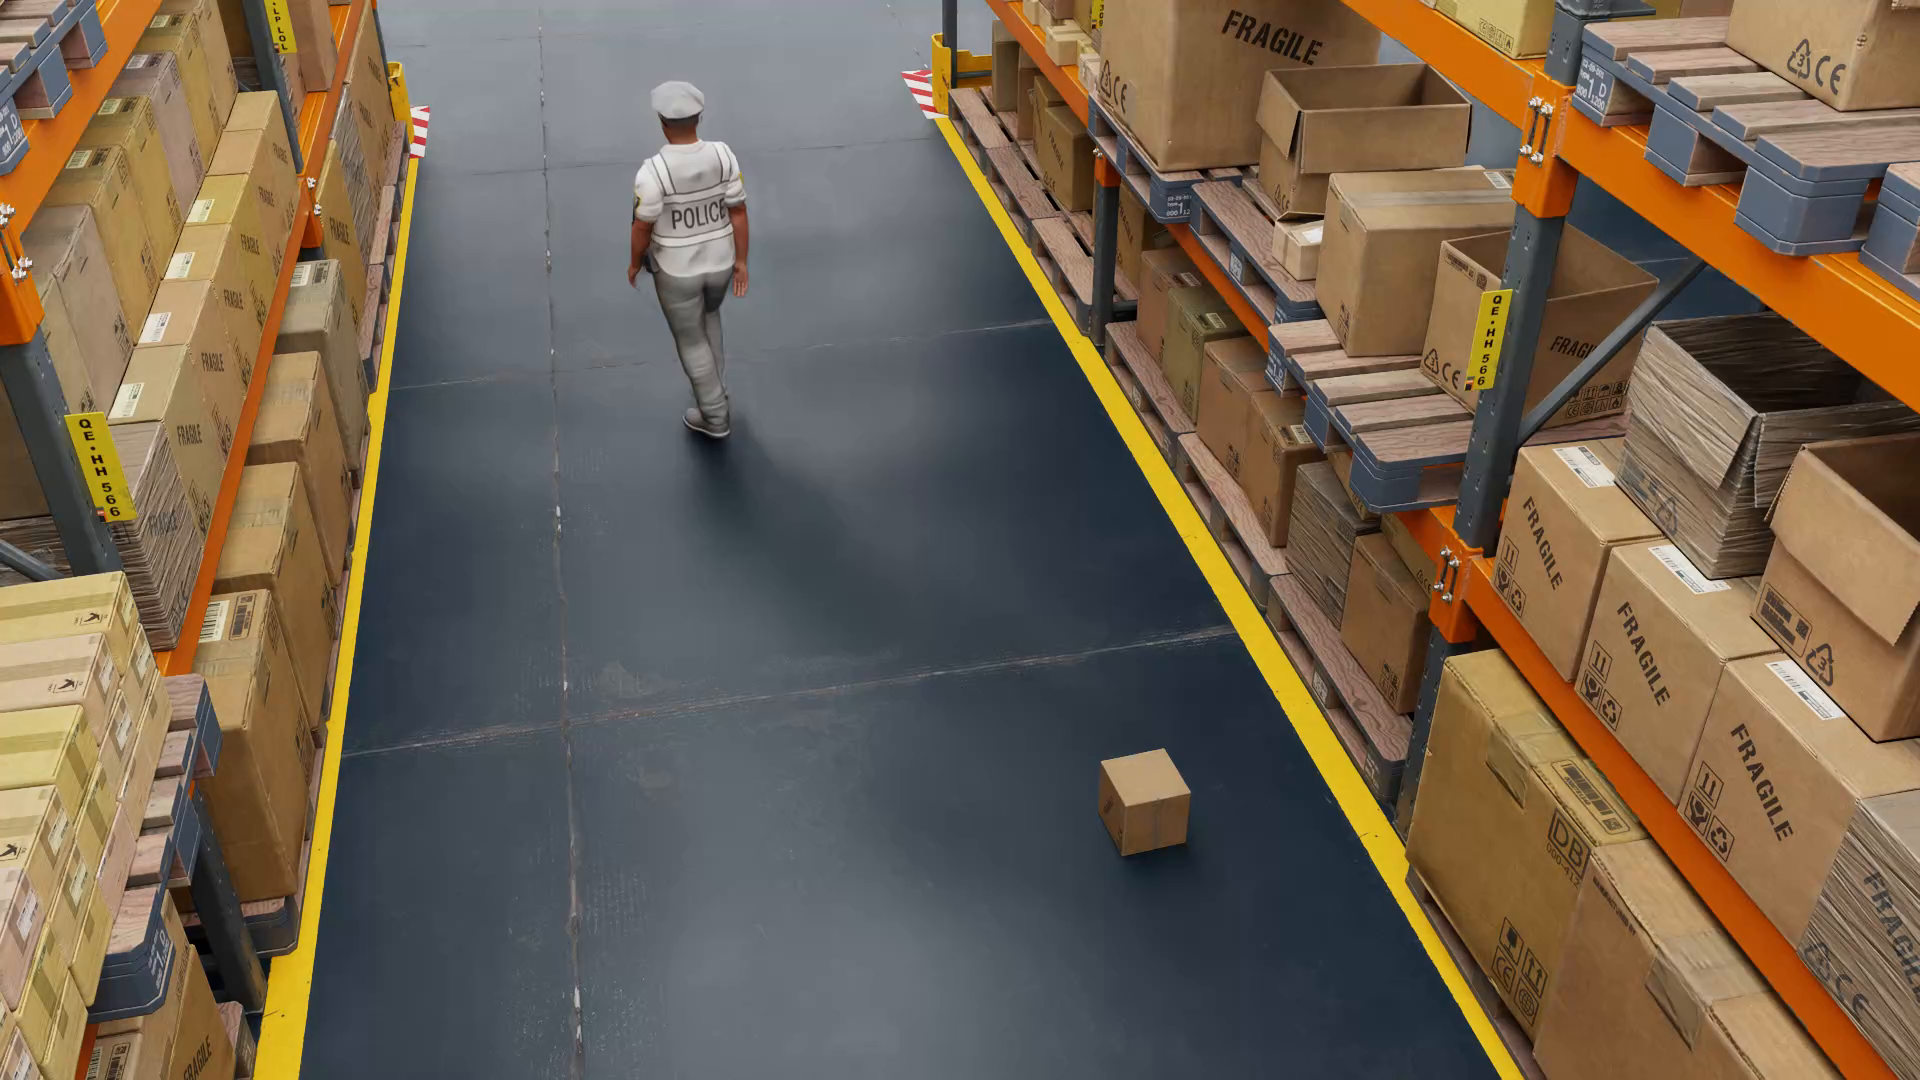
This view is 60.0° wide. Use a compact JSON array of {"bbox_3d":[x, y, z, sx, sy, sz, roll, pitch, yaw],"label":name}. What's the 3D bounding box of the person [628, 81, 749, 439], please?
[{"bbox_3d":[-1.341,-1.337,8.129,0.540,1.837,0.625,-24,41,-31],"label":"person"}]
